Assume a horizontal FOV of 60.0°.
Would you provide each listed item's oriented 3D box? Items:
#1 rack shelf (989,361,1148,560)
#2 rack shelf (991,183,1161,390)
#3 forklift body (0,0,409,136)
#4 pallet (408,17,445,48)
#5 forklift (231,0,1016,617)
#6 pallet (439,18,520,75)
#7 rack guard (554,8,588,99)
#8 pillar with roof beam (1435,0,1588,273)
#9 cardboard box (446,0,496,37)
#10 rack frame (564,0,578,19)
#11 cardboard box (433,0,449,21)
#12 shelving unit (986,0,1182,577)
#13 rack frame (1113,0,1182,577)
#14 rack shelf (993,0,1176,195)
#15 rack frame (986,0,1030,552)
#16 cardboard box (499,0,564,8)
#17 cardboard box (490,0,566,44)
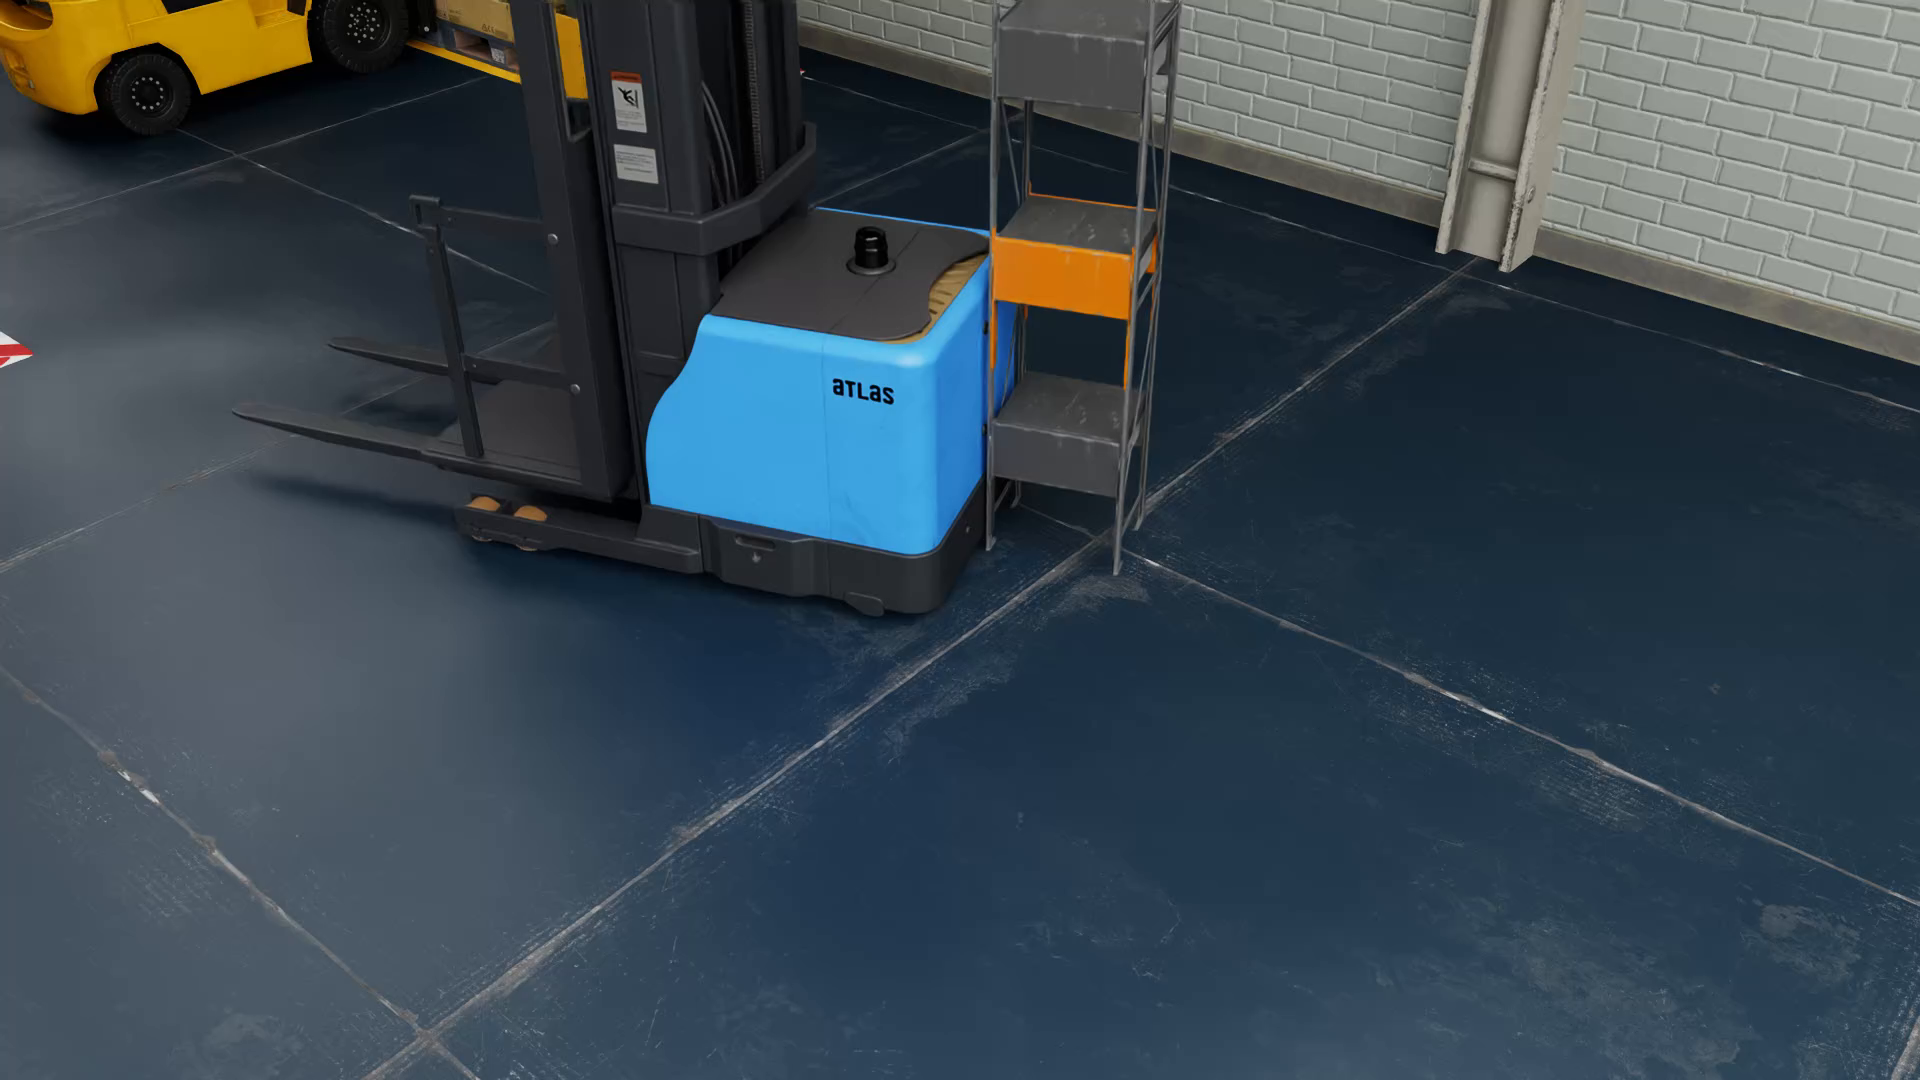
[{"bbox_3d":[0.399,-0.296,6.086,0.480,0.518,0.431,11,36,16],"label":"rack shelf"},{"bbox_3d":[0.399,-0.873,5.690,0.480,0.518,0.431,11,36,16],"label":"rack shelf"},{"bbox_3d":[-4.640,-3.757,9.821,1.214,2.155,2.313,25,42,32],"label":"forklift body"},{"bbox_3d":[-3.563,-3.766,11.547,1.213,0.211,1.003,25,42,32],"label":"pallet"},{"bbox_3d":[-1.356,-1.436,5.752,3.031,2.935,1.130,11,36,16],"label":"forklift"},{"bbox_3d":[-2.630,-3.324,10.903,1.213,0.211,1.003,25,42,32],"label":"pallet"},{"bbox_3d":[-1.997,-3.175,10.432,0.348,0.500,1.175,25,42,32],"label":"rack guard"},{"bbox_3d":[-0.117,-3.285,3.085,0.400,9.000,9.100,25,42,32],"label":"pillar with roof beam"},{"bbox_3d":[-2.954,-3.471,10.712,0.500,0.250,0.500,25,42,32],"label":"cardboard box"},{"bbox_3d":[-2.015,-4.214,9.737,0.127,3.000,1.000,25,42,32],"label":"rack frame"},{"bbox_3d":[-3.333,-3.656,10.982,0.500,0.250,0.500,26,42,32],"label":"cardboard box"},{"bbox_3d":[0.399,-0.884,5.682,0.503,2.100,0.431,11,36,16],"label":"shelving unit"},{"bbox_3d":[0.630,-0.839,5.617,0.015,2.100,0.400,11,36,16],"label":"rack frame"},{"bbox_3d":[0.399,-1.450,5.294,0.480,0.518,0.431,11,36,16],"label":"rack shelf"},{"bbox_3d":[0.168,-0.929,5.748,0.015,2.100,0.400,11,36,16],"label":"rack frame"},{"bbox_3d":[-2.589,-3.500,10.313,0.500,0.250,0.500,25,41,31],"label":"cardboard box"},{"bbox_3d":[-2.578,-3.287,10.444,0.500,0.250,0.500,26,42,32],"label":"cardboard box"}]
